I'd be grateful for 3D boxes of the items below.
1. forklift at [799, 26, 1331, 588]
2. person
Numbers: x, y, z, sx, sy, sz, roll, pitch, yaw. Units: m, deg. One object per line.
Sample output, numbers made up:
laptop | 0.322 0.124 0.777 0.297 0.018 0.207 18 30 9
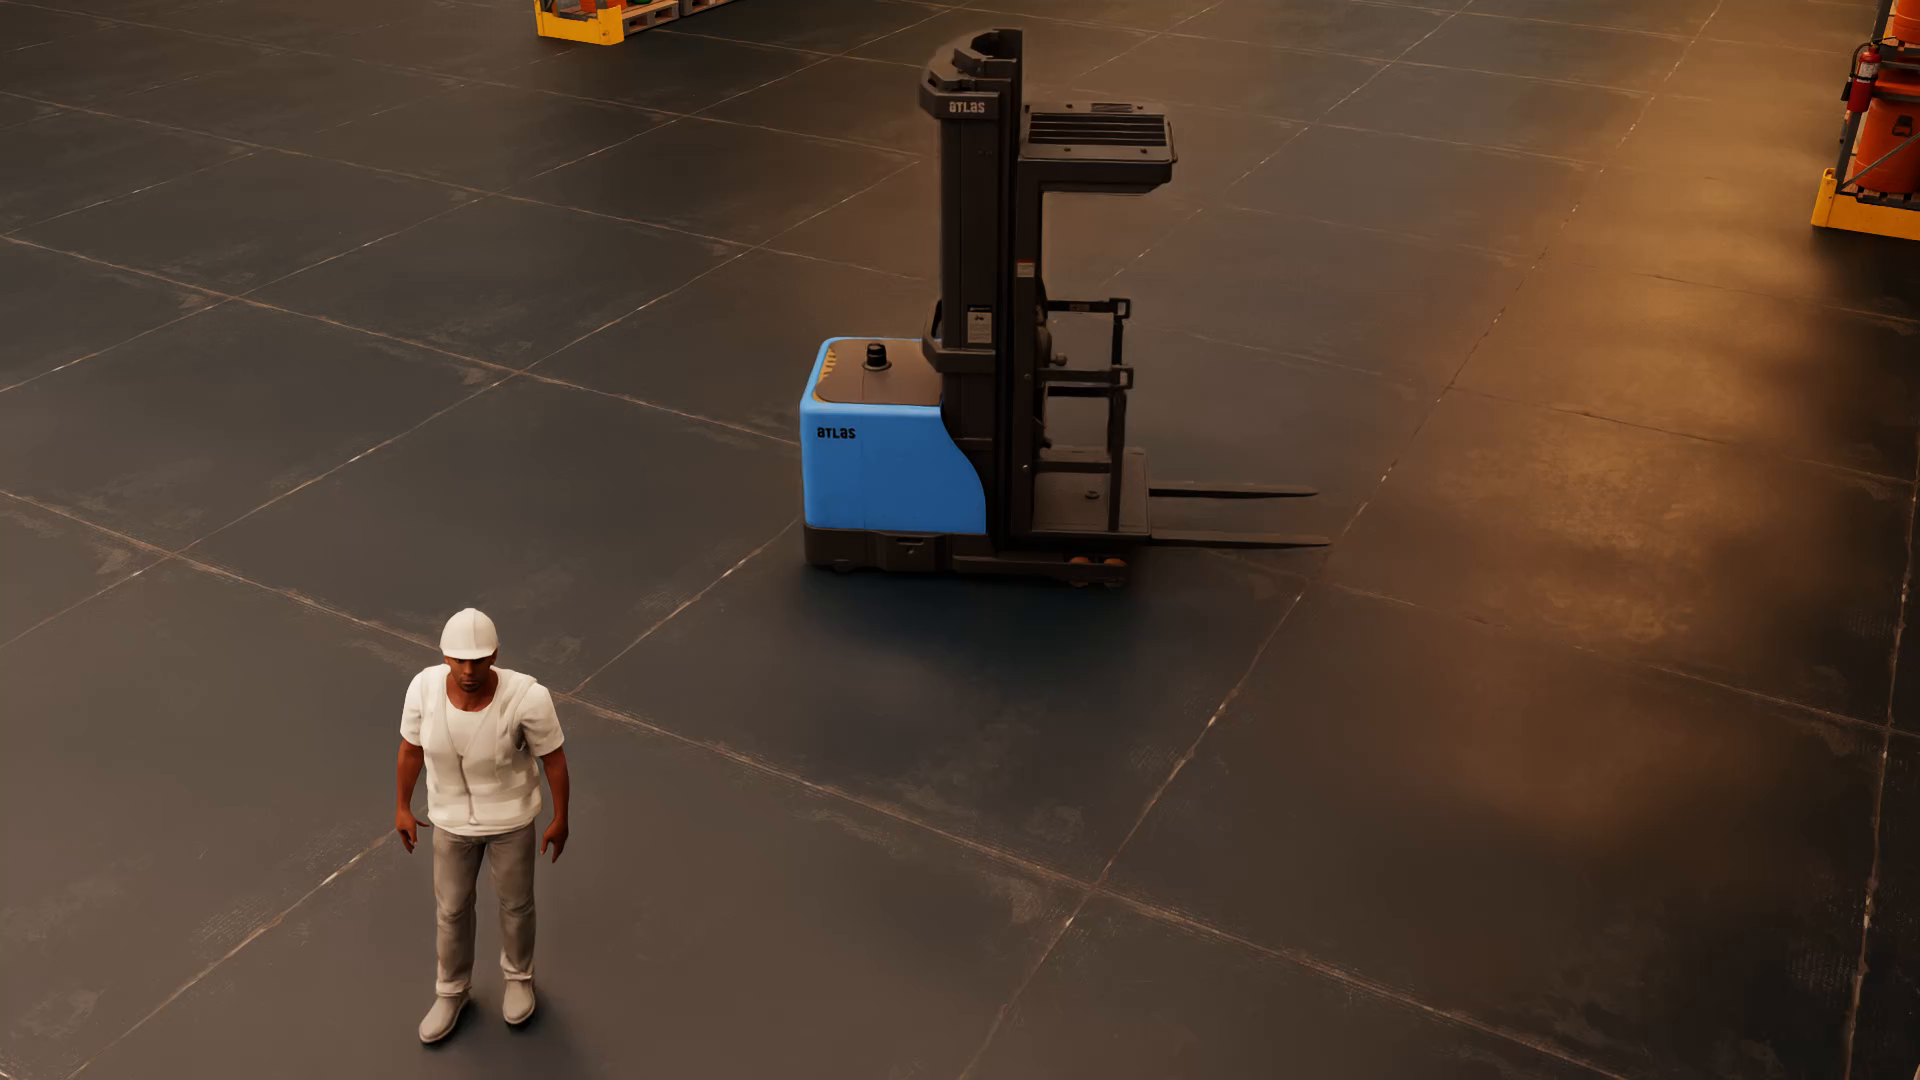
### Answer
forklift | 0.635 -1.273 9.277 3.031 2.935 1.130 2 30 4
person | -1.828 1.092 6.332 0.665 1.767 0.570 0 30 1
